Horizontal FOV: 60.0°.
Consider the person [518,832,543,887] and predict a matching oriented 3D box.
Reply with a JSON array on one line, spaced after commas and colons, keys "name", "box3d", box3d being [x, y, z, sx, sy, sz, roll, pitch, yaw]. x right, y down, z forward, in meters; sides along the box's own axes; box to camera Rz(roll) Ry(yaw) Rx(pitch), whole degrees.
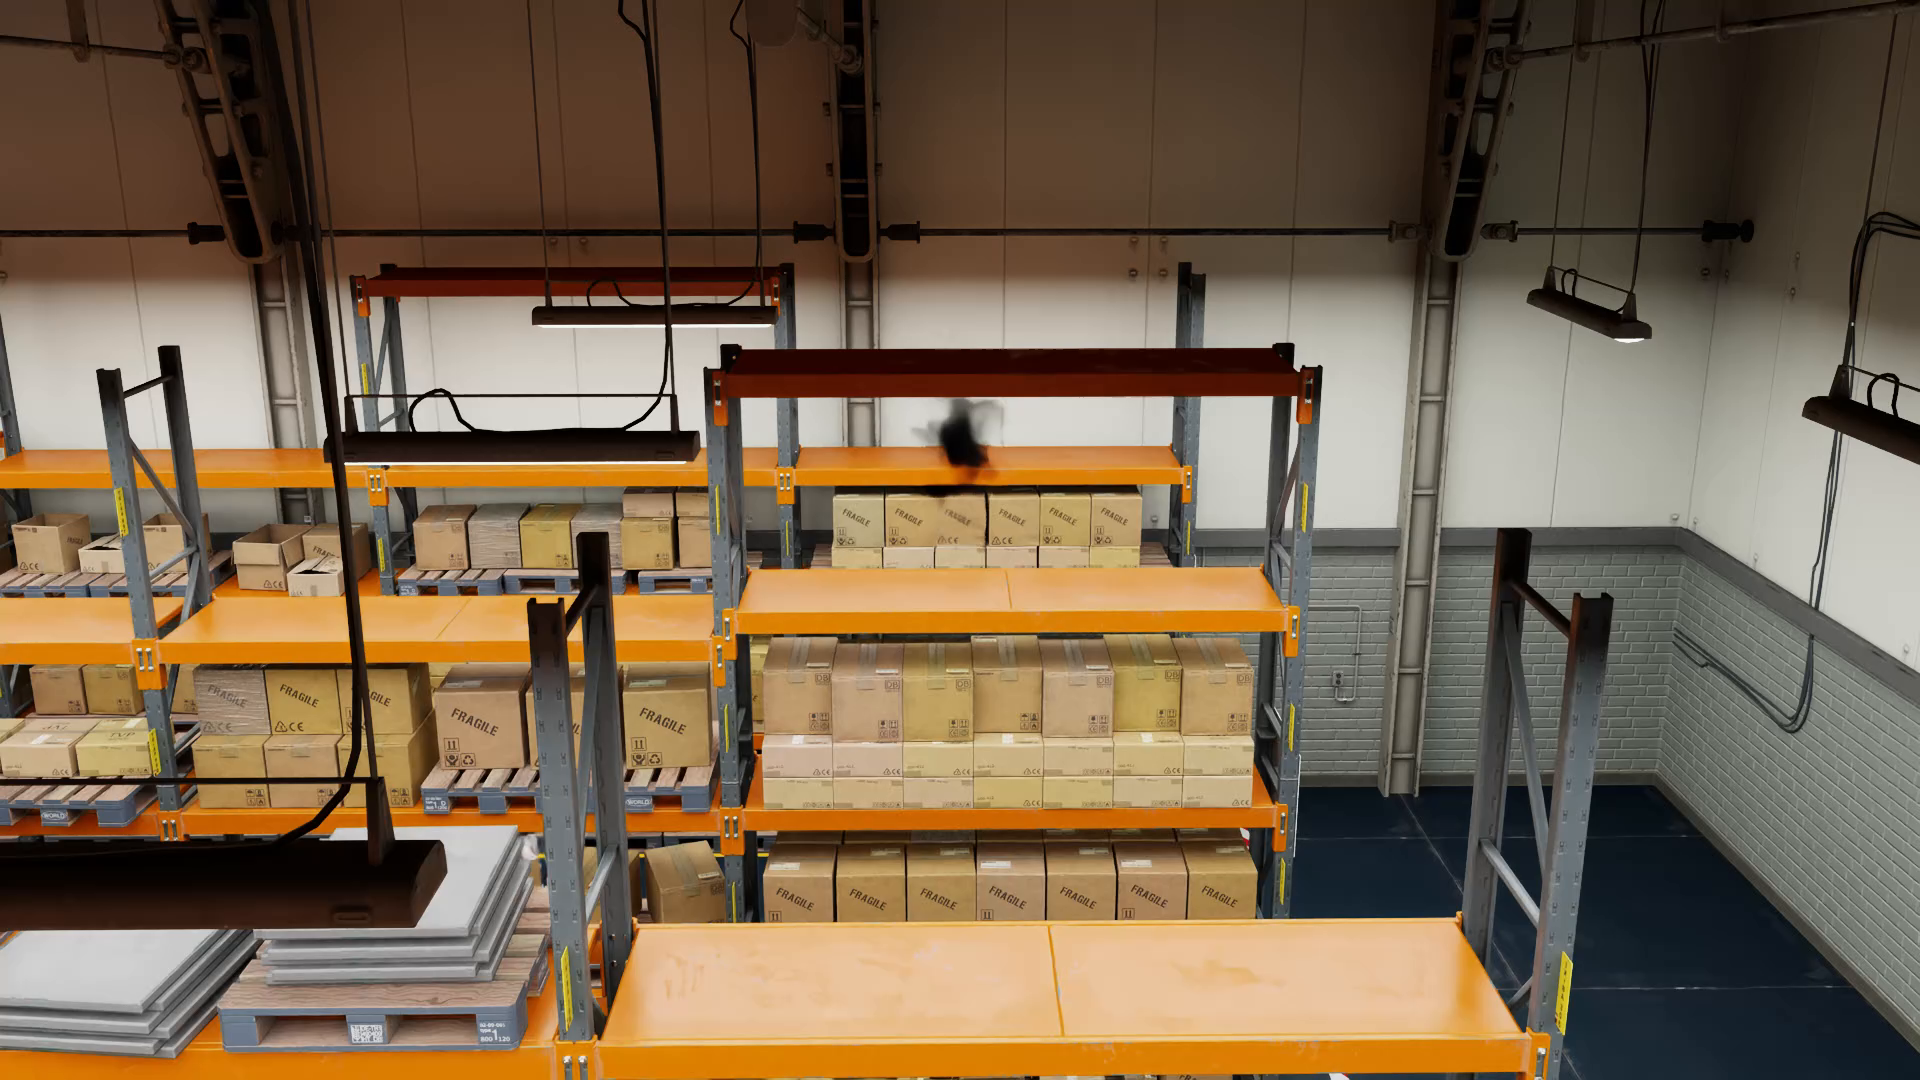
[{"name": "person", "box3d": [-3.782, 3.122, 14.512, 0.920, 1.710, 0.590, 0, 16, -1]}]
